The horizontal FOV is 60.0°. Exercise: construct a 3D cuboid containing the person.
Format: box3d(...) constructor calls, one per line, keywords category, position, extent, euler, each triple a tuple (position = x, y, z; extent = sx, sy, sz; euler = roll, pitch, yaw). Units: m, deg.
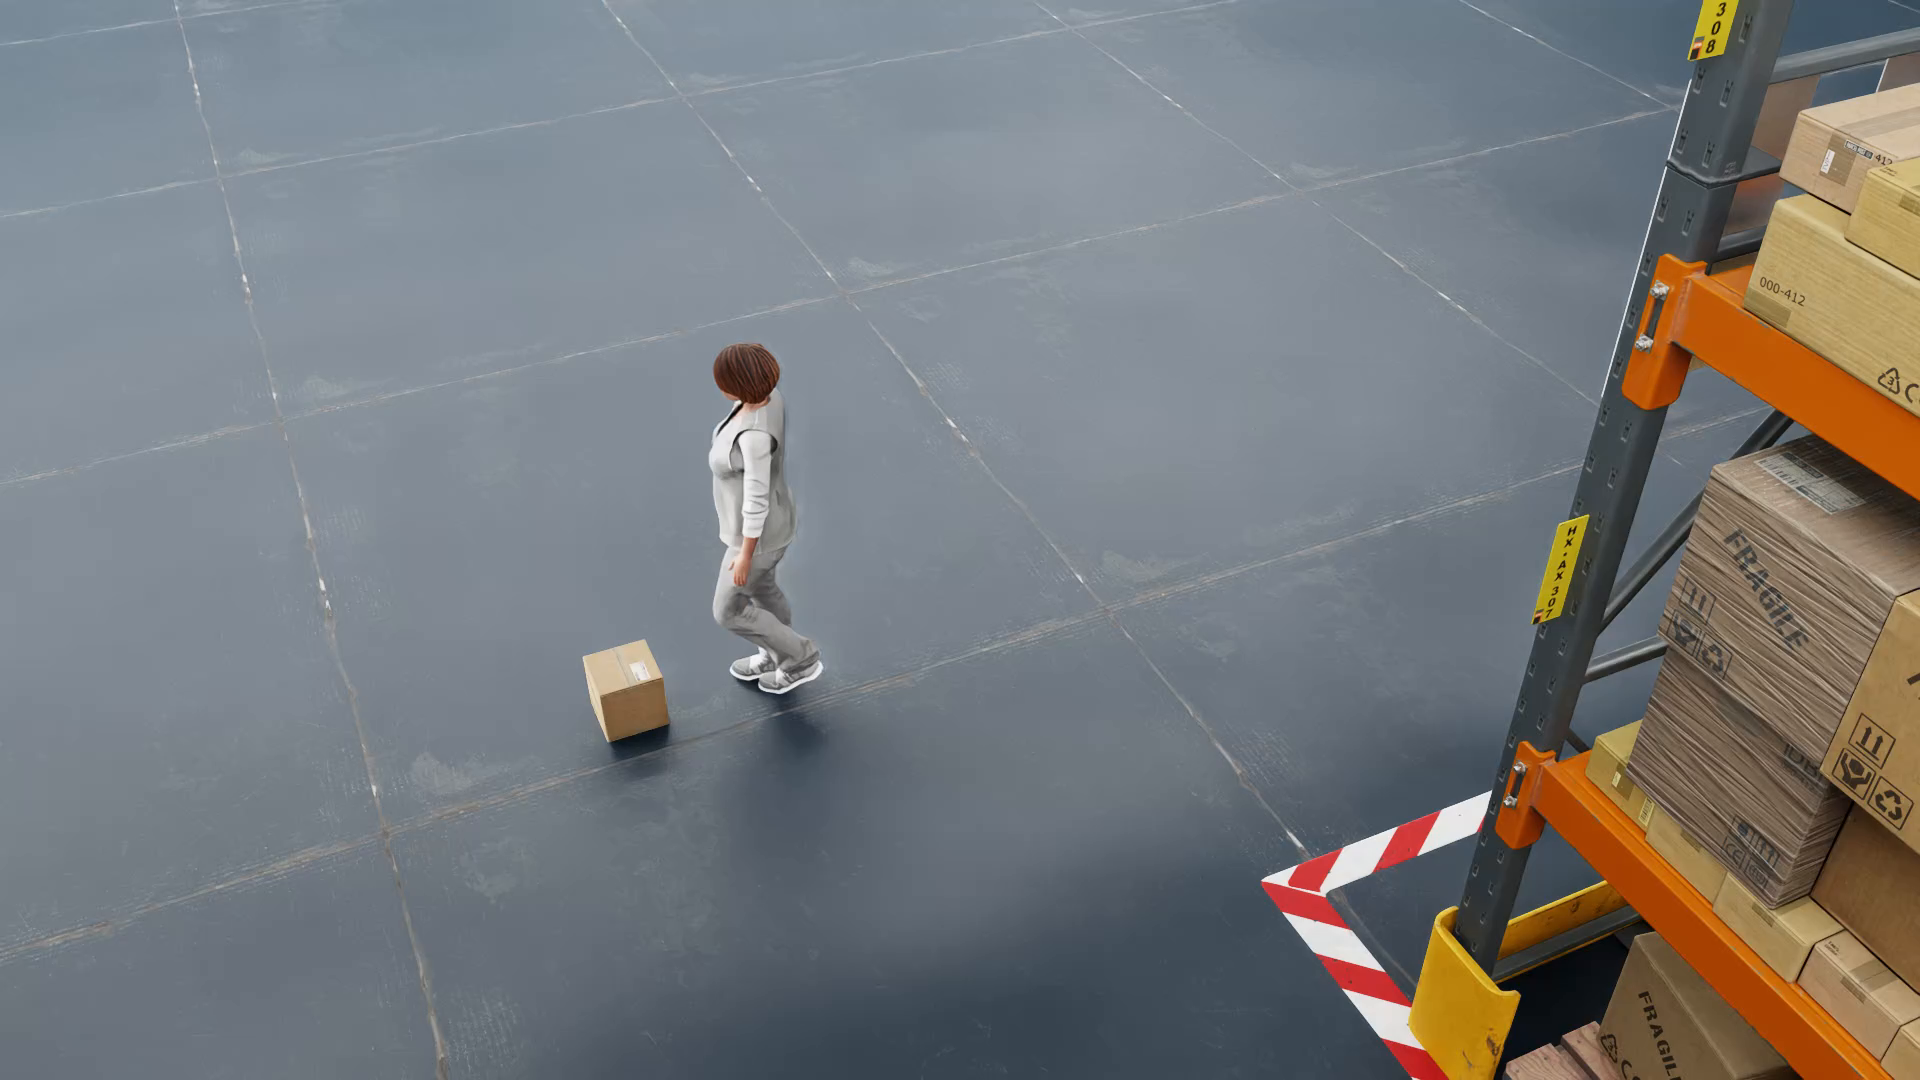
box3d(category="person", position=(-0.736, -0.036, 6.187), extent=(0.394, 1.594, 0.436), euler=(0, 38, -1))
